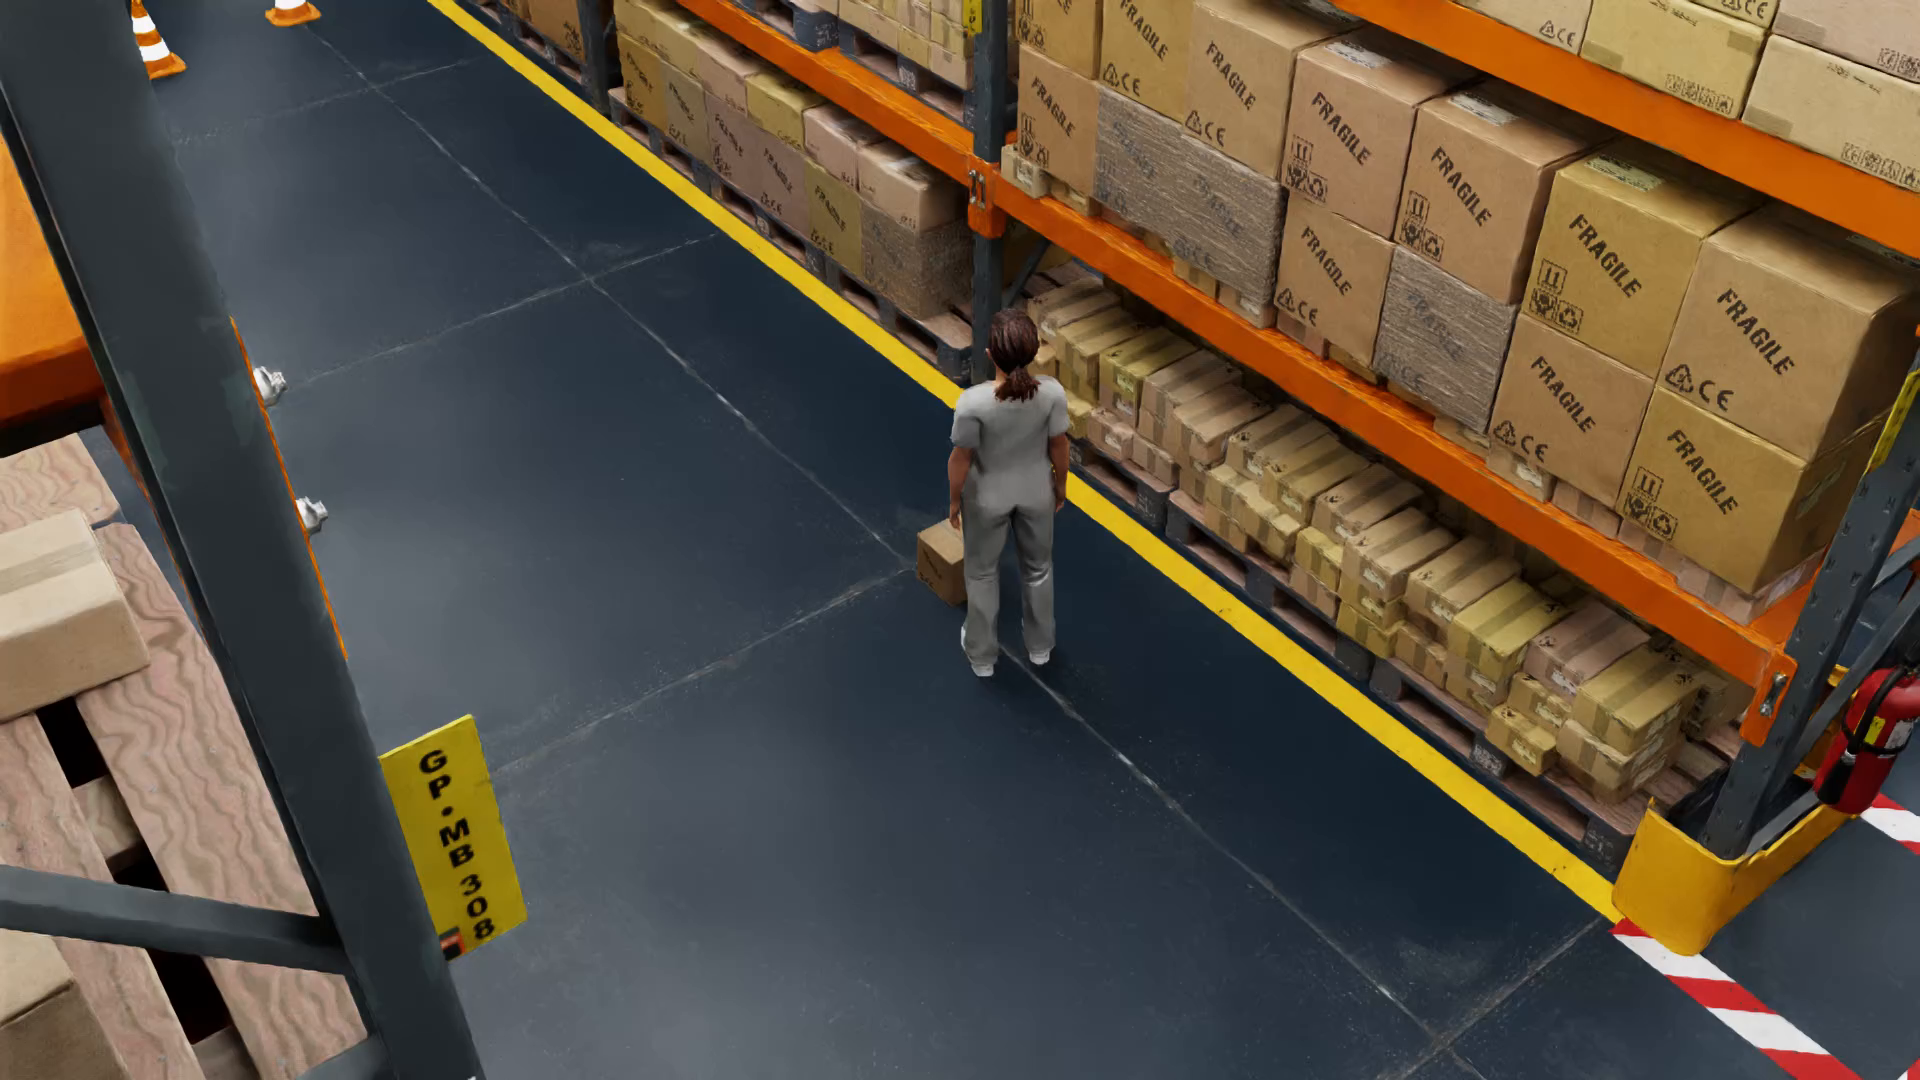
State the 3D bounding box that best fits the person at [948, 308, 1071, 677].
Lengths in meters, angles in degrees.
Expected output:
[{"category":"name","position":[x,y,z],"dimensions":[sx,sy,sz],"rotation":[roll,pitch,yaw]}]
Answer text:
[{"category":"person","position":[0.180,-0.171,6.340],"dimensions":[0.465,1.670,0.397],"rotation":[-7,41,-8]}]
